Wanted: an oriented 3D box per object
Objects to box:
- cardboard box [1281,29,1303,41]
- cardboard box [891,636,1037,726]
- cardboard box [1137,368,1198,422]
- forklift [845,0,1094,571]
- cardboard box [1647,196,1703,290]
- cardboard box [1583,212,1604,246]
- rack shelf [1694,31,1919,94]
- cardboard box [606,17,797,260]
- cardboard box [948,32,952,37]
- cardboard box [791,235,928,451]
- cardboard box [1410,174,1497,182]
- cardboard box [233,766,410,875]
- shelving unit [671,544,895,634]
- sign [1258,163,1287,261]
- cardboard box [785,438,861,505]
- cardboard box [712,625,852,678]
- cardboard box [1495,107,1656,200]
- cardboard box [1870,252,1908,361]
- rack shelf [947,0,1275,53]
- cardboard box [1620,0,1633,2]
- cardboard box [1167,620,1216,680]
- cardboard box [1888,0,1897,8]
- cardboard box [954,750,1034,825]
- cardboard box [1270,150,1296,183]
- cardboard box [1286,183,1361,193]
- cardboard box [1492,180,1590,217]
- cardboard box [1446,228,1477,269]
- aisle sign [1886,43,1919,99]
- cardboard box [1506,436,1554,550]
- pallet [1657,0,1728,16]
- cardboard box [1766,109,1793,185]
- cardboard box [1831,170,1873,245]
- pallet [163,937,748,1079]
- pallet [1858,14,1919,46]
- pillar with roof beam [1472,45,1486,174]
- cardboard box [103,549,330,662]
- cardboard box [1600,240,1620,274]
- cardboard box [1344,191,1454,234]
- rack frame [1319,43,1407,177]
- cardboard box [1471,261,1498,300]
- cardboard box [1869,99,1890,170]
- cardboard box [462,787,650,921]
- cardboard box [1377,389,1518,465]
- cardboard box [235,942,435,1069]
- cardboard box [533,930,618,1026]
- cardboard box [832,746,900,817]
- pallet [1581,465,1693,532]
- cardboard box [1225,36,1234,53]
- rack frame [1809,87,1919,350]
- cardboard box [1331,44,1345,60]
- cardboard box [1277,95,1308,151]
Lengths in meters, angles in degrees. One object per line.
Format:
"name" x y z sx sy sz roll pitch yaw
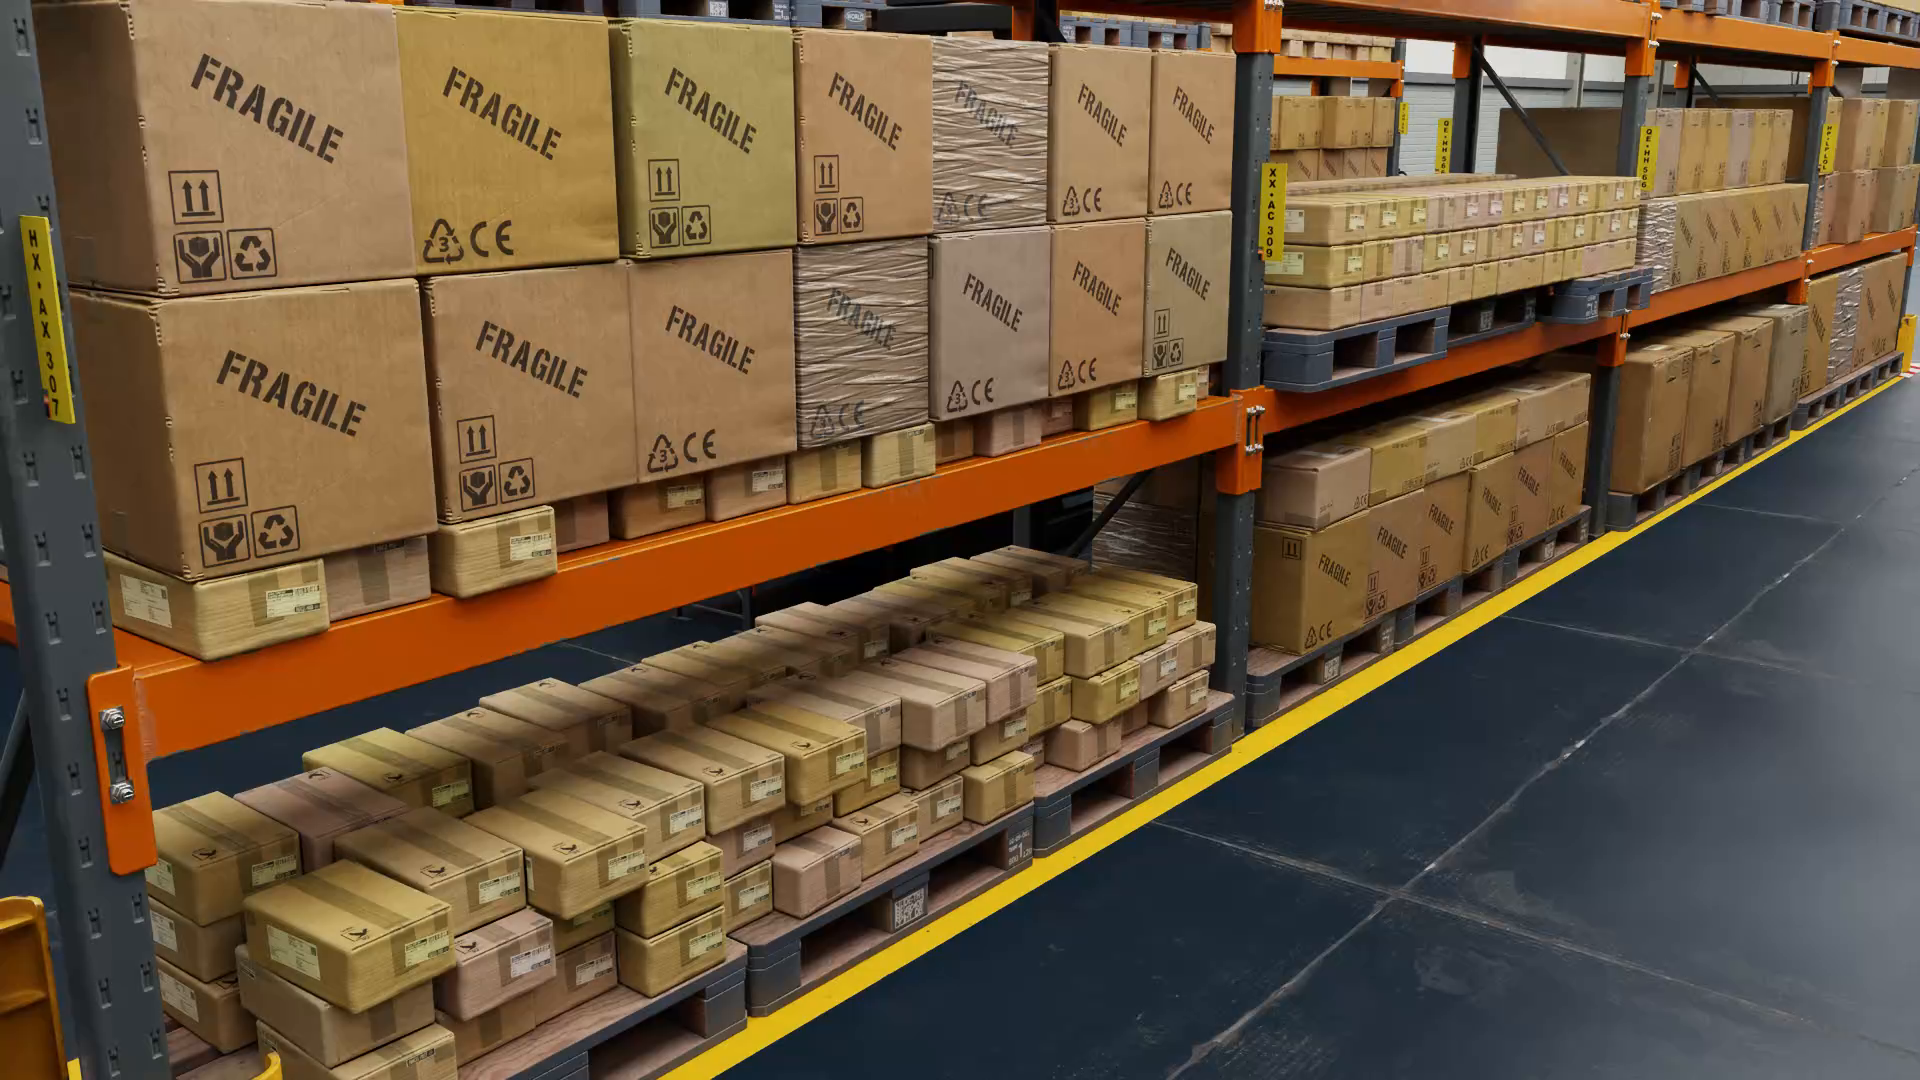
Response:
"cardboard box" 2.881 -4.820 15.615 0.500 0.250 0.500 11 18 38
"cardboard box" 0.012 0.425 5.085 0.380 0.149 0.250 10 17 35
"cardboard box" 0.561 -0.502 5.515 0.380 0.149 0.250 11 18 36
"forklift" 0.368 -1.546 9.256 1.130 2.935 3.031 10 17 35
"cardboard box" 3.959 -1.737 9.665 0.500 0.500 0.500 11 18 37
"cardboard box" 2.864 -1.505 8.009 0.380 0.149 0.250 12 18 39
"rack shelf" 6.921 -3.801 13.361 1.077 0.370 4.000 11 18 38
"cardboard box" -0.733 -0.930 3.855 0.500 0.500 0.500 11 18 36
"cardboard box" -0.273 -3.765 12.031 0.396 0.266 0.258 11 18 38
"cardboard box" -0.431 -0.547 4.377 0.500 0.500 0.500 11 18 36
"cardboard box" 2.542 -1.806 8.590 0.380 0.149 0.250 11 18 36
"cardboard box" -1.540 0.696 4.021 0.380 0.149 0.250 12 18 39
"shelving unit" -0.830 -0.254 7.837 0.538 1.125 1.048 10 17 35
"sign" 1.062 -1.118 5.672 0.100 0.325 0.005 11 18 38
"cardboard box" -0.479 -0.211 4.370 0.380 0.149 0.250 12 19 40
"cardboard box" -0.559 0.397 5.195 0.380 0.149 0.250 10 18 35
"cardboard box" 3.440 -2.164 9.315 0.700 0.500 0.500 11 18 37
"cardboard box" 7.803 -2.112 14.808 0.875 0.875 0.875 11 18 38
"rack shelf" -0.621 -1.503 4.314 1.077 0.370 4.000 11 18 38
"cardboard box" 2.988 -2.900 8.151 0.500 0.500 0.500 11 18 38
"cardboard box" 0.685 0.363 5.934 0.380 0.149 0.250 12 18 39
"cardboard box" 6.956 -4.158 12.760 0.380 0.149 0.250 11 18 38
"cardboard box" 0.004 0.724 5.119 0.380 0.149 0.250 11 18 37
"cardboard box" 2.866 -3.487 15.949 0.500 0.500 0.500 11 18 37
"cardboard box" 1.556 -1.507 7.412 0.380 0.149 0.250 10 18 35
"cardboard box" 2.709 -1.602 7.787 0.380 0.149 0.250 12 19 39
"cardboard box" 1.895 -1.212 6.855 0.380 0.149 0.250 12 19 40
"aisle sign" 8.456 -4.306 14.700 0.394 0.787 0.004 11 18 38
"cardboard box" 2.610 -0.273 8.330 0.500 0.500 0.500 12 19 40
"pallet" 3.513 -3.040 9.290 1.213 0.211 1.003 12 19 40
"cardboard box" 5.356 -2.750 11.620 0.700 0.500 0.500 11 18 37
"cardboard box" 6.645 -2.652 13.164 0.875 0.550 0.550 11 18 38
"pallet" -1.293 1.172 4.079 1.003 0.211 1.213 11 18 38
"pallet" 7.720 -4.346 14.225 1.003 0.211 1.213 11 18 38
"pillar with roof beam" 13.924 -10.287 31.342 9.100 9.000 0.400 11 18 38
"cardboard box" -1.420 0.096 3.163 0.380 0.149 0.250 11 18 37
"cardboard box" 3.040 -1.415 8.260 0.380 0.149 0.250 11 18 37
"cardboard box" 1.733 -1.305 6.618 0.380 0.149 0.250 11 18 37
"rack frame" 4.264 -3.825 18.088 1.000 3.000 0.127 11 18 38
"cardboard box" 2.057 -1.117 7.087 0.380 0.149 0.250 11 18 37
"cardboard box" 6.951 -3.282 13.453 0.875 0.550 0.500 11 18 38
"cardboard box" -0.947 0.728 3.895 0.380 0.149 0.250 11 18 37
"cardboard box" 2.283 -0.537 7.846 0.500 0.250 0.500 12 18 39
"cardboard box" -1.349 0.959 3.589 0.380 0.149 0.250 12 19 40
"cardboard box" -1.049 1.002 4.025 0.380 0.149 0.250 12 18 38
"cardboard box" -0.394 0.648 4.812 0.380 0.149 0.250 12 19 40
"pallet" 3.704 -0.334 10.010 1.003 0.211 1.213 11 18 38
"cardboard box" 2.347 -4.454 14.982 0.380 0.149 0.250 11 18 38
"rack frame" 8.178 -3.079 15.149 1.000 3.000 0.127 11 18 38
"cardboard box" 3.602 -4.854 16.556 0.380 0.149 0.250 11 18 37
"cardboard box" 2.870 -3.974 15.834 0.700 0.500 0.500 11 18 36
